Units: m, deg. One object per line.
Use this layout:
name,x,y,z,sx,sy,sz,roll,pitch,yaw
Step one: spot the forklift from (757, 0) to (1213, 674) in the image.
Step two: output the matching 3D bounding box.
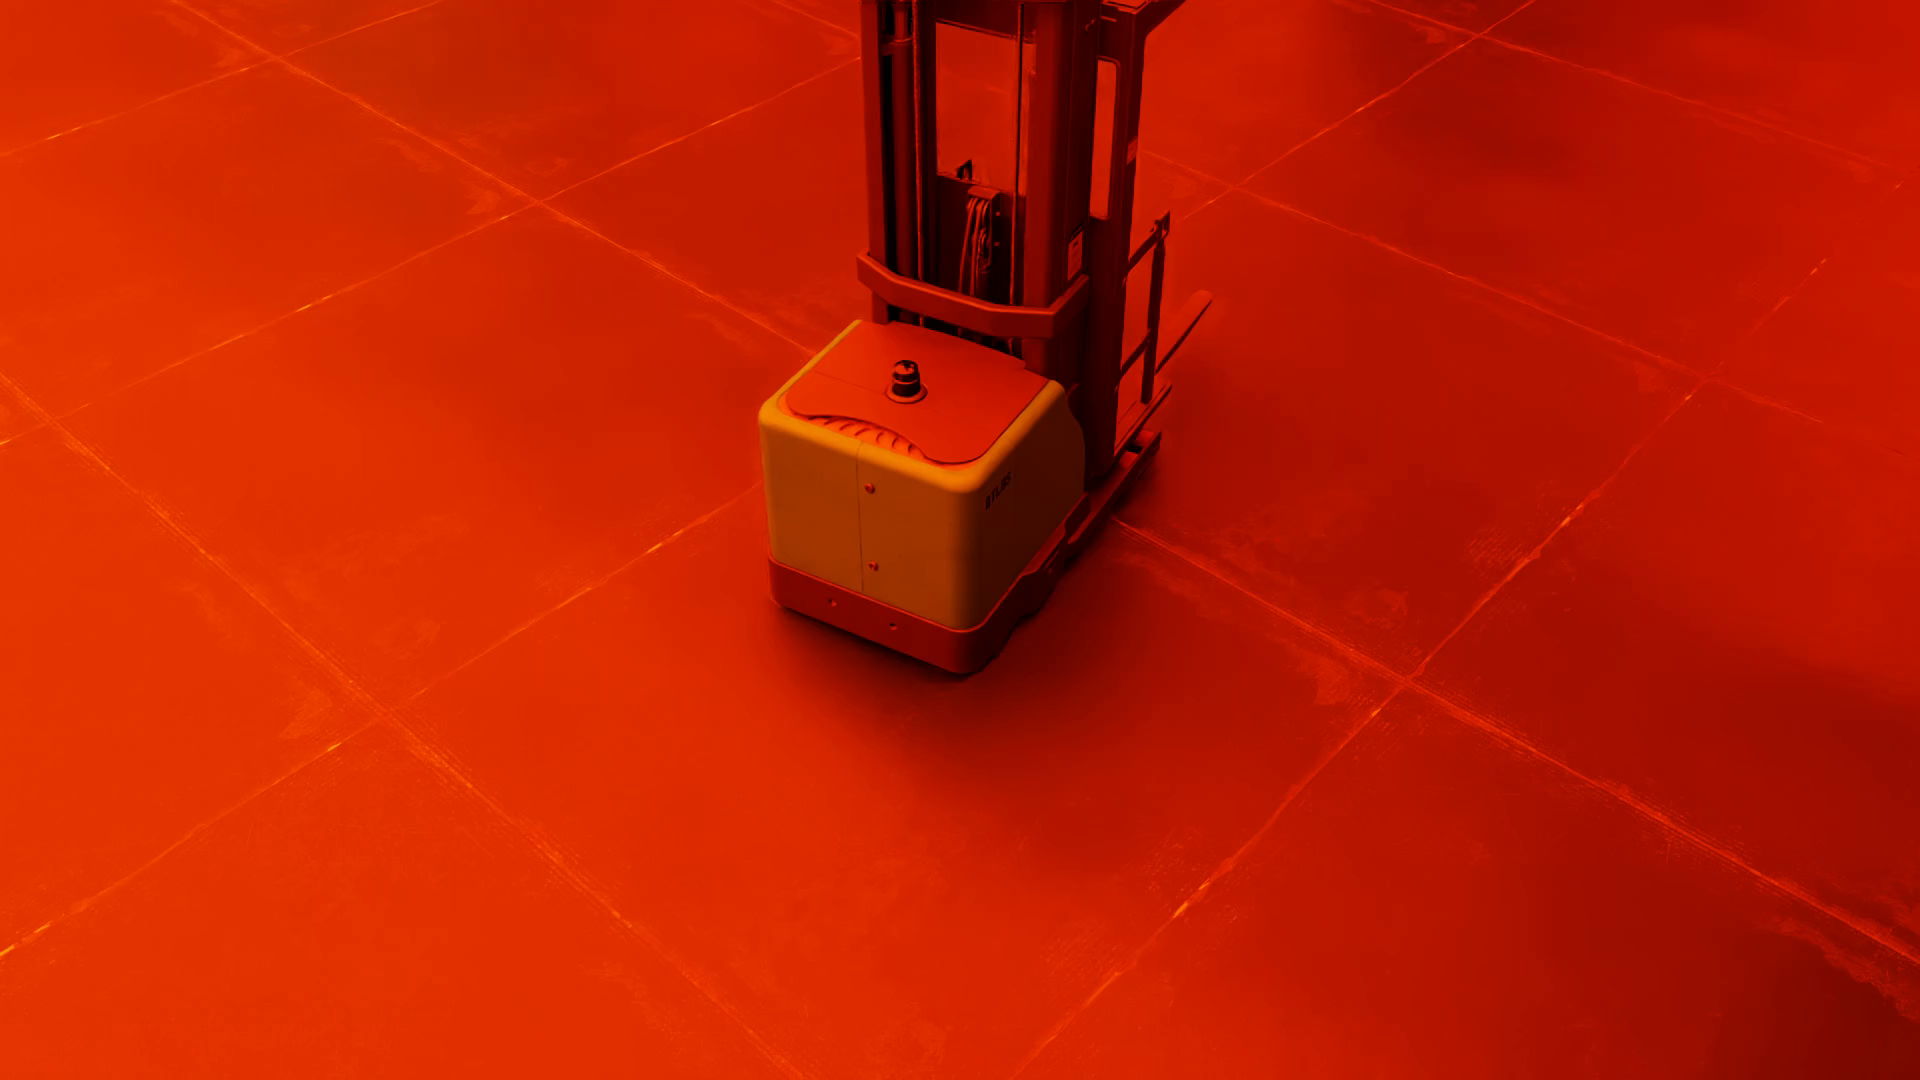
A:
forklift,0.324,-1.504,7.181,1.130,2.935,3.031,20,44,22
